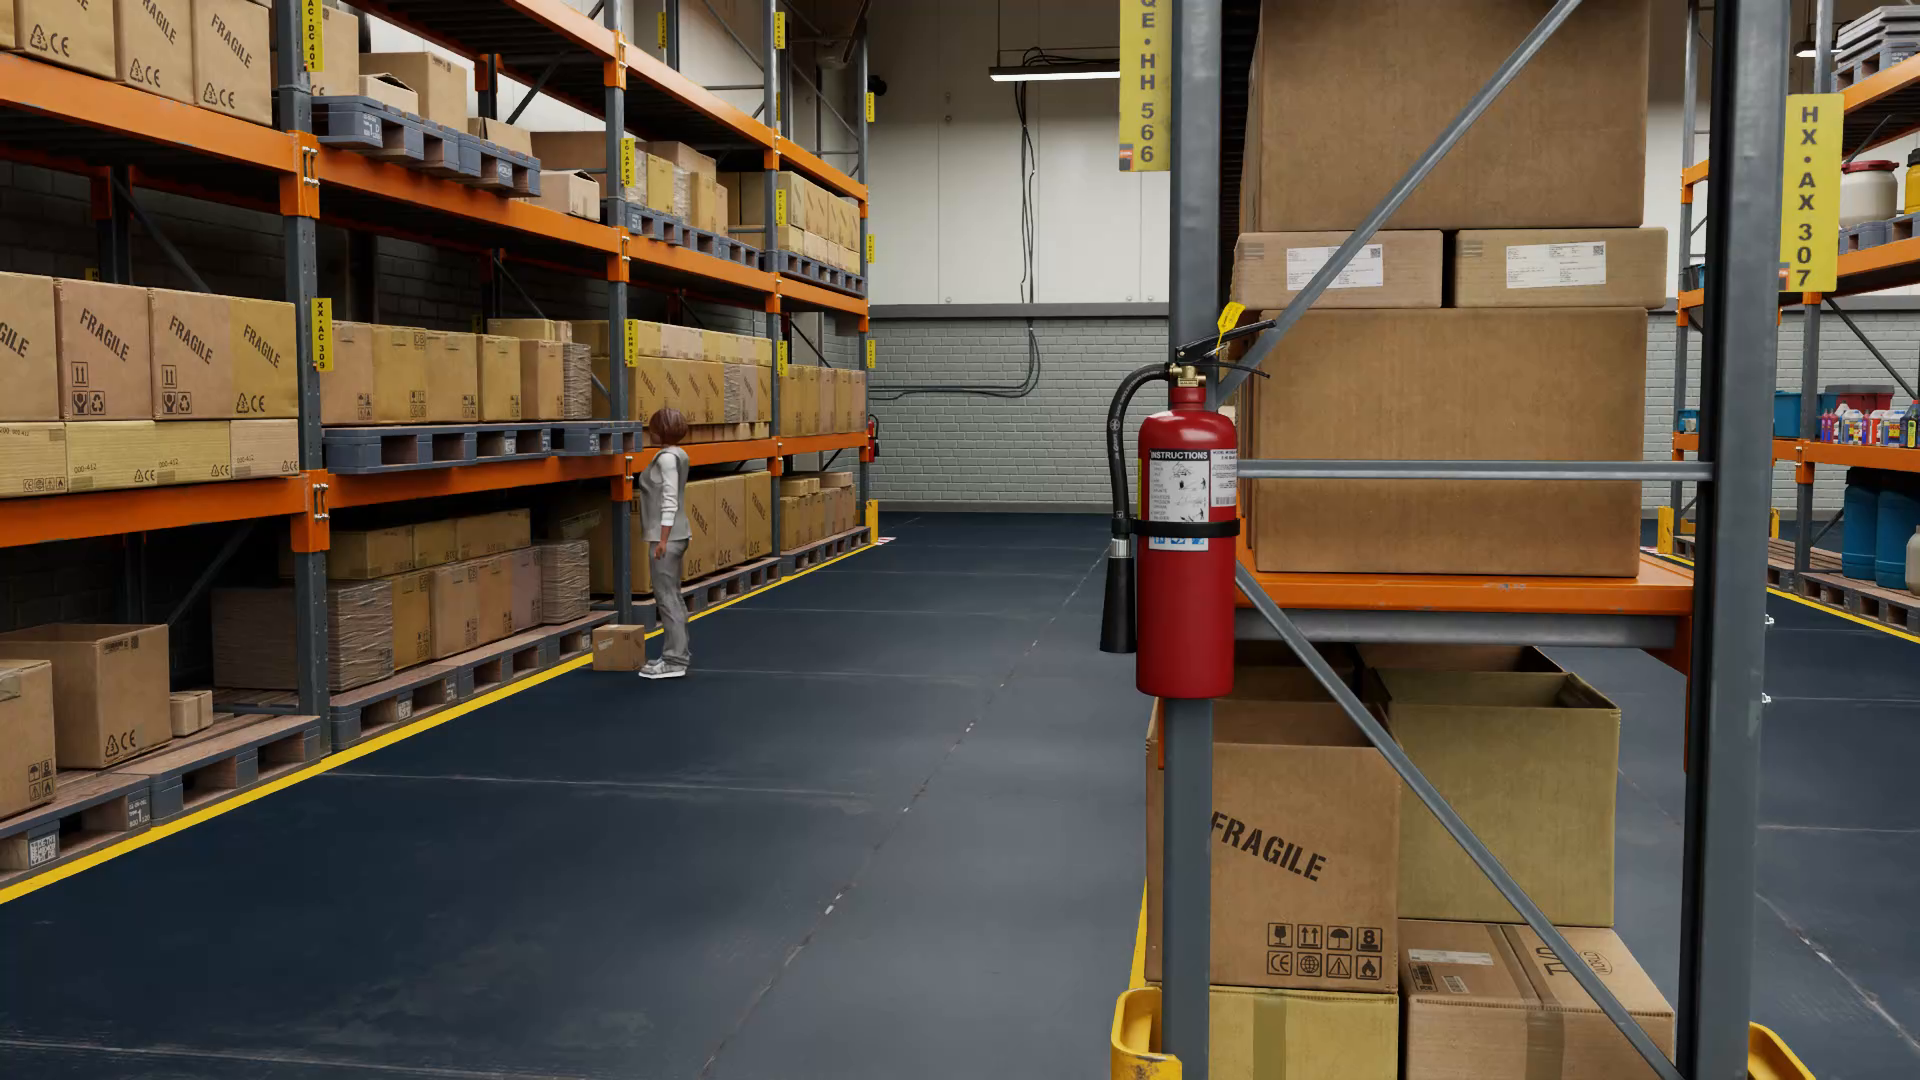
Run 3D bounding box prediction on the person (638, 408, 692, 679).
[{"bbox_3d":[-1.760,0.014,9.917,0.318,1.603,0.409,0,5,1],"label":"person"}]
